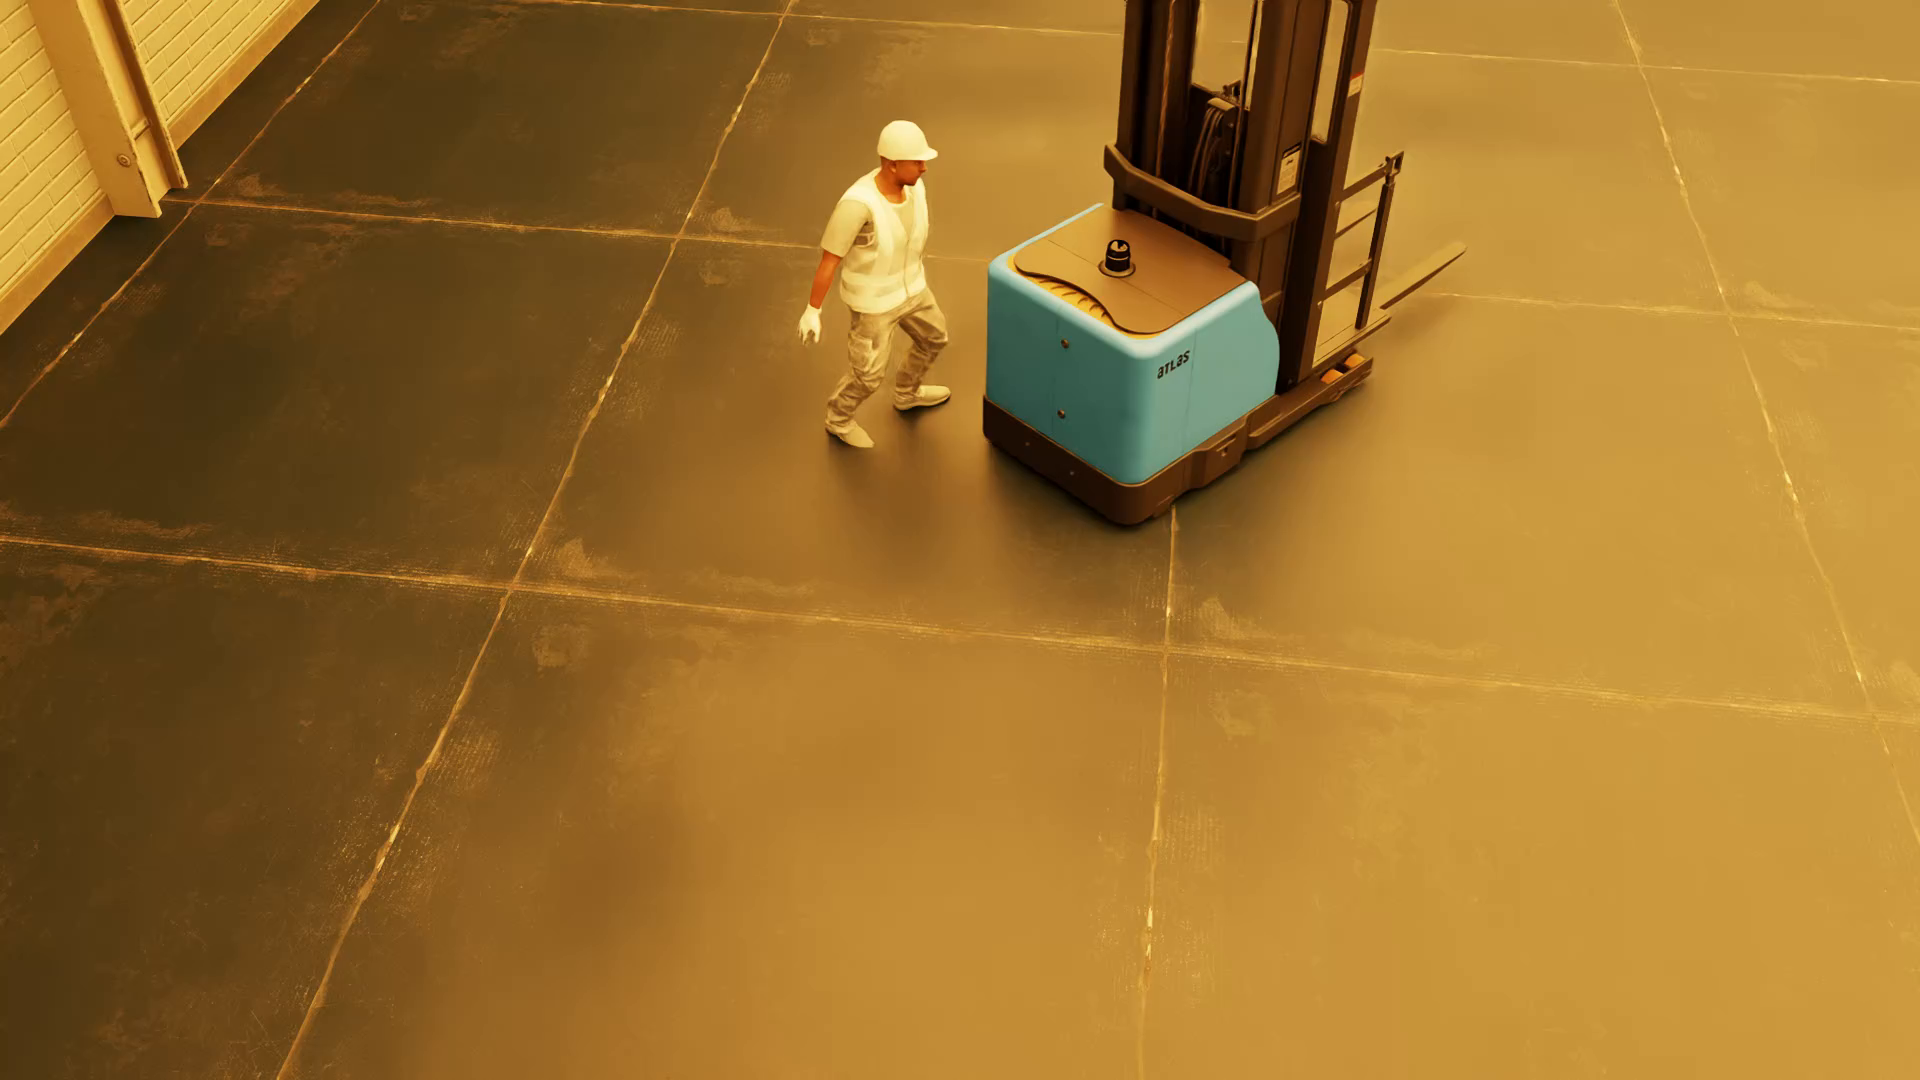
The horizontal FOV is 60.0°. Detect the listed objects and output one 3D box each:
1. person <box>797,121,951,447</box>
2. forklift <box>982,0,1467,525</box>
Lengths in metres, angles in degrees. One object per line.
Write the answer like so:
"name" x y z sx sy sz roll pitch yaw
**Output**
"person" -0.405 -1.175 7.935 0.484 1.754 0.907 30 50 28
"forklift" 1.530 -2.030 7.935 3.031 2.935 1.130 -33 52 -30
